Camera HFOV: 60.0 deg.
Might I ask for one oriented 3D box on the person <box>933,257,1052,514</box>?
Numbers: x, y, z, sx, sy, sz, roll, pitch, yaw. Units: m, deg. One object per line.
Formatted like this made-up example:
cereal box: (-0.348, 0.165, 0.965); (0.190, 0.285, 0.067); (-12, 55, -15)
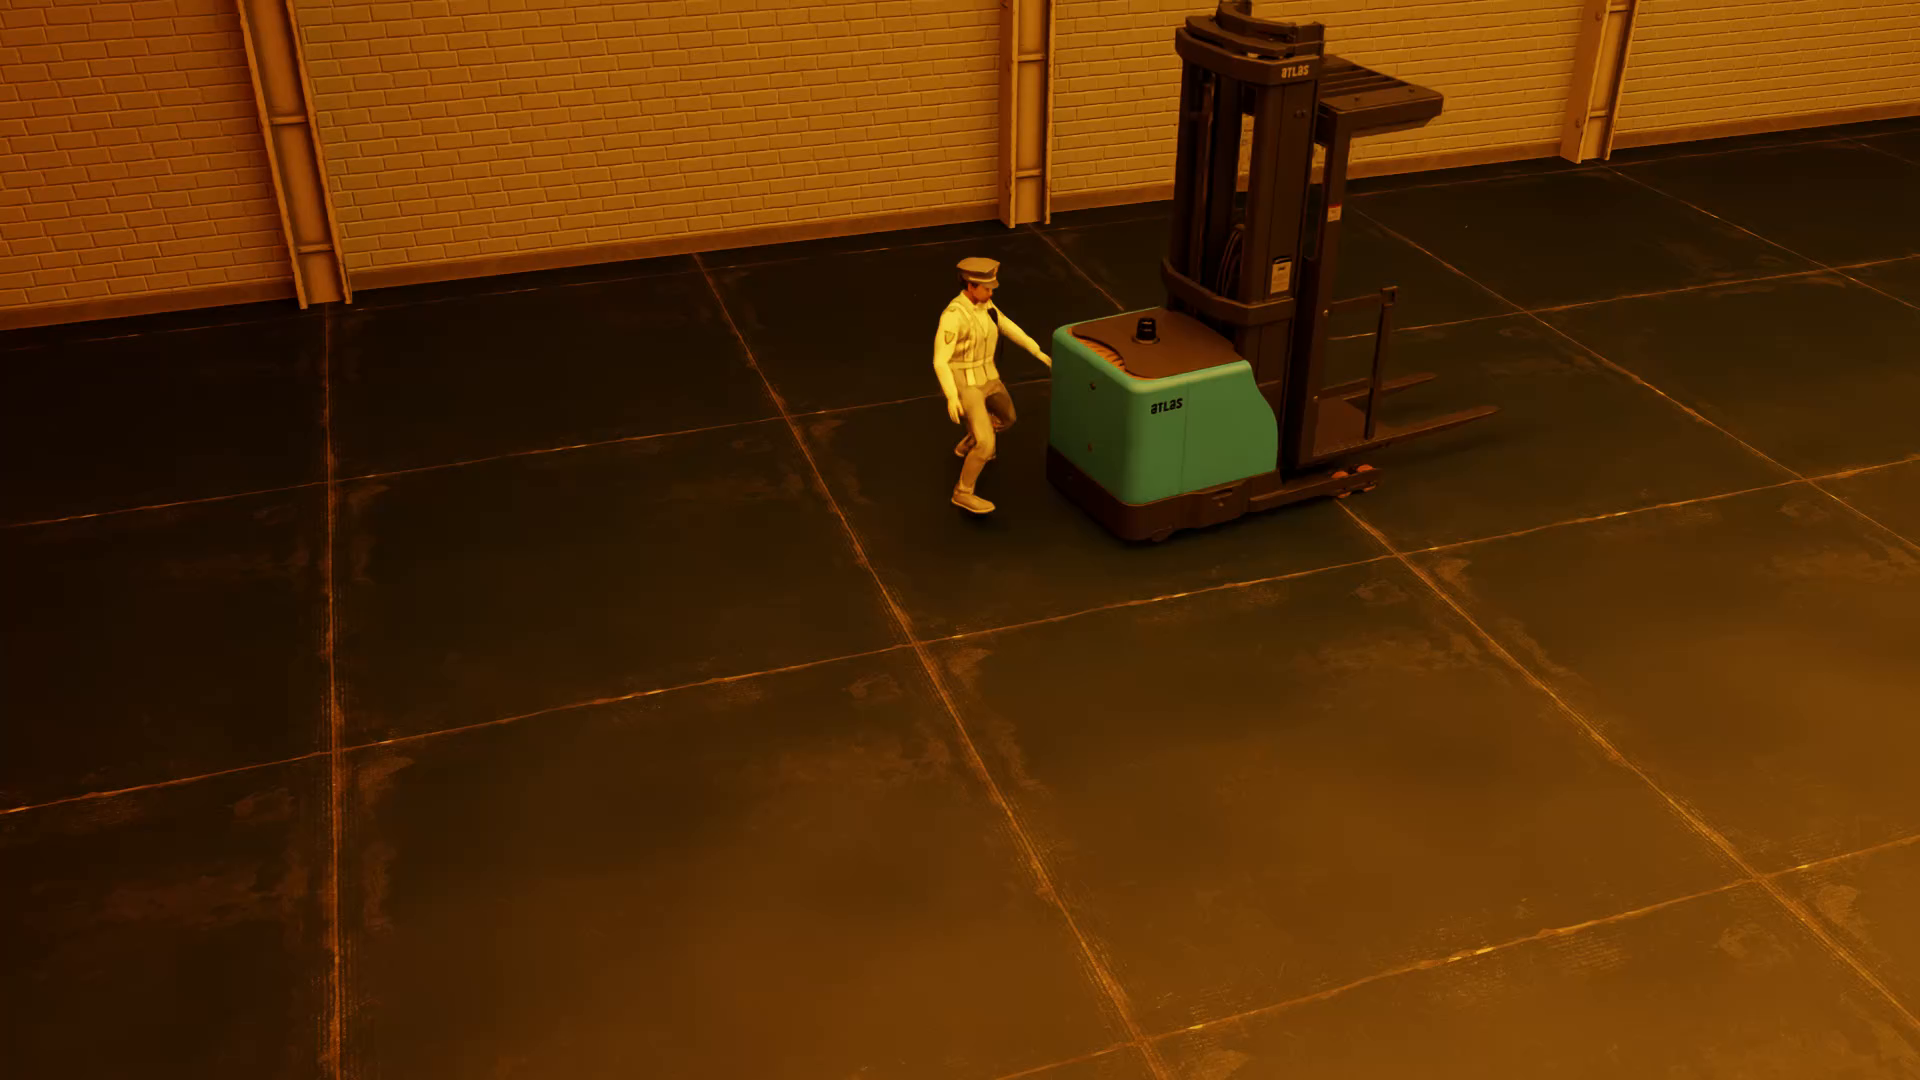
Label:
person: (0.131, -1.010, 10.256); (0.688, 1.506, 0.881); (21, 36, 31)

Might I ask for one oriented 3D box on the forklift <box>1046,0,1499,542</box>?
forklift: (2.101, -1.757, 10.141); (3.031, 2.935, 1.130); (-14, 33, -23)
